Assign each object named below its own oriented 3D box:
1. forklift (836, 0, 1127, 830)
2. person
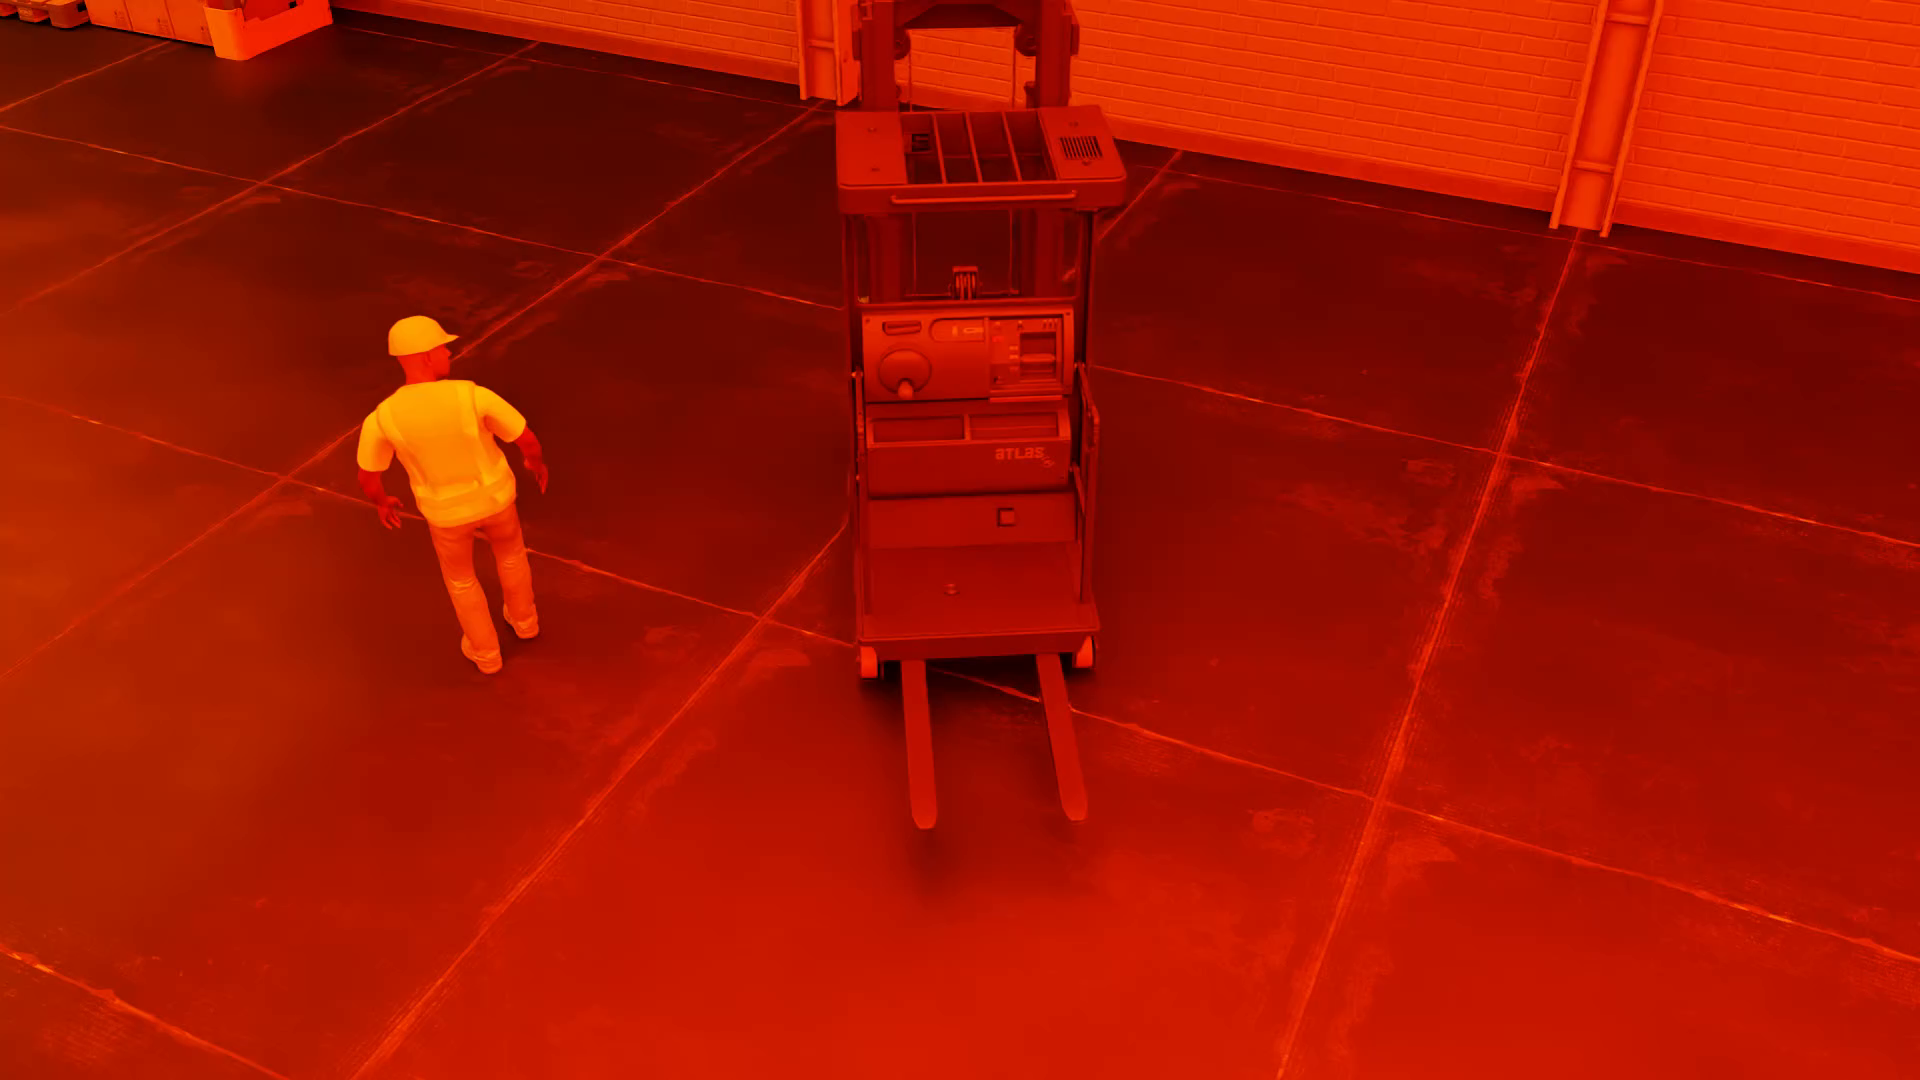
[{"bbox_3d":[0.056,-0.754,7.144,1.130,2.935,3.031,-2,36,-3],"label":"forklift"},{"bbox_3d":[-2.235,-0.215,7.413,0.794,1.743,0.523,-14,38,-18],"label":"person"}]
